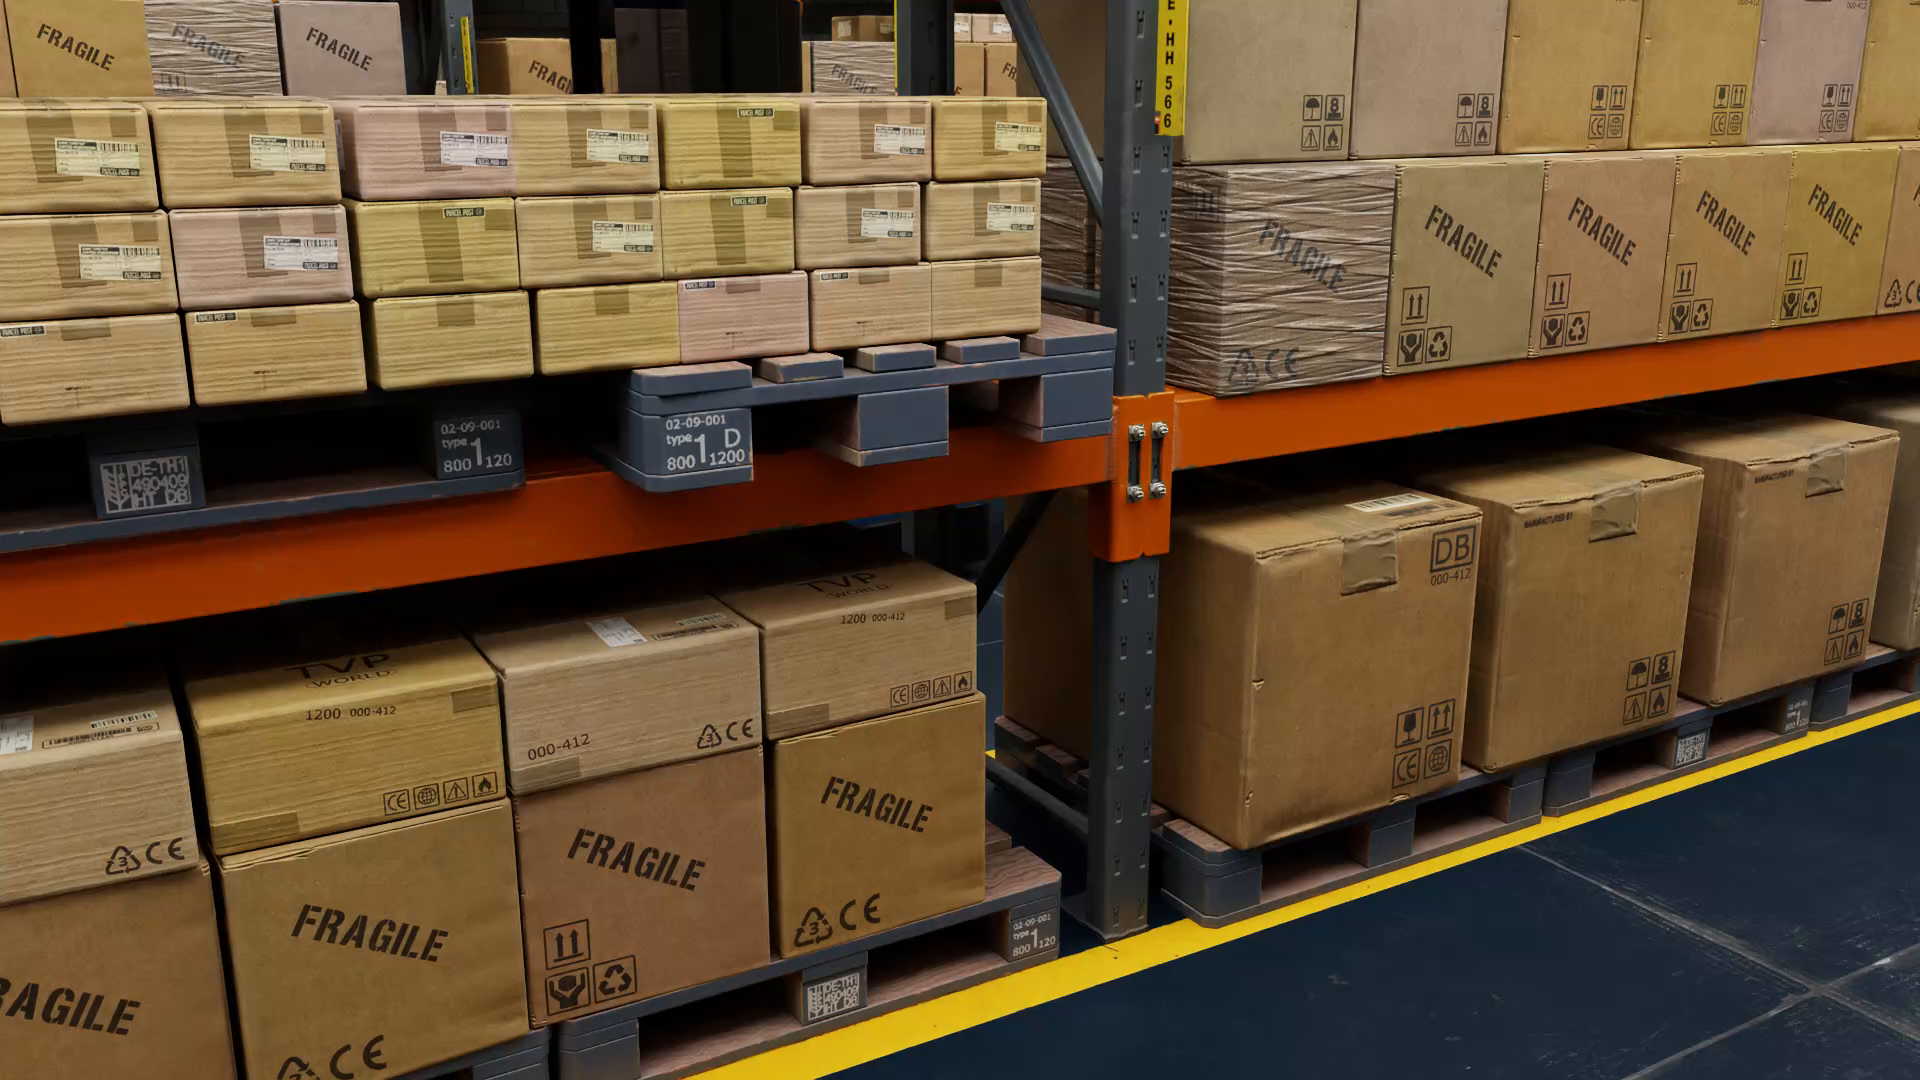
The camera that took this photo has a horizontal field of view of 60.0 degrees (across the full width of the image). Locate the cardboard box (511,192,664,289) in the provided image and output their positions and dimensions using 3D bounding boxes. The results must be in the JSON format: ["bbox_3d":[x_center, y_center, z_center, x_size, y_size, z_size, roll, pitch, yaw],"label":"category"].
[{"bbox_3d":[-0.710,-0.544,2.930,0.250,0.149,0.380,-9,18,-30],"label":"cardboard box"}]

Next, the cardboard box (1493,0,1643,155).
[{"bbox_3d":[1.407,-1.335,4.578,0.500,0.500,0.700,-10,18,-31],"label":"cardboard box"}]

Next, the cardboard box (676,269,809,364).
[{"bbox_3d":[-0.475,-0.440,3.108,0.250,0.149,0.380,-9,18,-29],"label":"cardboard box"}]

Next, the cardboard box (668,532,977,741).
[{"bbox_3d":[-0.306,0.193,3.628,0.500,0.250,0.500,-10,18,-31],"label":"cardboard box"}]

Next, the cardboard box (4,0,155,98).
[{"bbox_3d":[-3.664,-1.991,6.917,0.500,0.500,0.500,-9,18,-30],"label":"cardboard box"}]

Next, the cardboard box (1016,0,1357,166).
[{"bbox_3d":[0.535,-1.193,4.070,0.500,0.500,0.700,-9,18,-30],"label":"cardboard box"}]

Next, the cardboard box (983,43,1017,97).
[{"bbox_3d":[0.236,-2.497,9.247,0.500,0.500,0.500,-9,18,-29],"label":"cardboard box"}]

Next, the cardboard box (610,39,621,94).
[{"bbox_3d":[-1.543,-2.211,8.226,0.500,0.500,0.500,-8,18,-27],"label":"cardboard box"}]

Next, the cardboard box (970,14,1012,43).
[{"bbox_3d":[0.075,-2.781,9.057,0.250,0.149,0.380,-10,18,-31],"label":"cardboard box"}]

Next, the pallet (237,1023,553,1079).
[{"bbox_3d":[-1.570,1.016,3.393,1.213,0.211,1.003,-9,18,-30],"label":"pallet"}]

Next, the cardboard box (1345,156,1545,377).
[{"bbox_3d":[1.104,-0.723,4.245,0.500,0.500,0.500,-9,18,-30],"label":"cardboard box"}]

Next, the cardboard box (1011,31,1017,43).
[{"bbox_3d":[0.353,-3.013,9.884,0.250,0.149,0.380,-9,18,-30],"label":"cardboard box"}]

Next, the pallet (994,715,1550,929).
[{"bbox_3d":[0.860,0.647,4.709,1.213,0.211,1.003,-9,18,-30],"label":"pallet"}]

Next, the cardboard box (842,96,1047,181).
[{"bbox_3d":[-0.039,-0.797,3.280,0.250,0.149,0.380,-10,19,-32],"label":"cardboard box"}]

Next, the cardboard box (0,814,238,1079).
[{"bbox_3d":[-1.619,0.763,2.983,0.500,0.500,0.500,-9,18,-29],"label":"cardboard box"}]

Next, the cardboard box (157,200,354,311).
[{"bbox_3d":[-1.148,-0.474,2.679,0.250,0.149,0.380,-9,18,-28],"label":"cardboard box"}]

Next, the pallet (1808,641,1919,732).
[{"bbox_3d":[2.952,0.308,5.919,1.213,0.211,1.003,-9,18,-30],"label":"pallet"}]

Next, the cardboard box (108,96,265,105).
[{"bbox_3d":[-1.476,-0.768,3.179,0.250,0.149,0.380,-9,18,-28],"label":"cardboard box"}]

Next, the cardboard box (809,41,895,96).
[{"bbox_3d":[-0.658,-2.354,8.736,0.500,0.500,0.500,-10,19,-32],"label":"cardboard box"}]

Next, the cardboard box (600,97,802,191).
[{"bbox_3d":[-0.480,-0.726,3.027,0.250,0.149,0.380,-9,18,-28],"label":"cardboard box"}]

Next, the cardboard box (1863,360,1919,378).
[{"bbox_3d":[4.149,-0.410,6.472,0.875,0.875,0.875,-9,18,-29],"label":"cardboard box"}]

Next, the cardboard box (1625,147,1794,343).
[{"bbox_3d":[1.964,-0.861,4.740,0.500,0.500,0.500,-9,18,-30],"label":"cardboard box"}]

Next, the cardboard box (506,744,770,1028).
[{"bbox_3d":[-0.731,0.622,3.488,0.500,0.500,0.500,-8,18,-27],"label":"cardboard box"}]

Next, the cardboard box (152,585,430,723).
[{"bbox_3d":[-1.436,0.213,3.555,0.500,0.250,0.500,-9,18,-29],"label":"cardboard box"}]

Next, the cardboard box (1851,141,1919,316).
[{"bbox_3d":[2.831,-1.003,5.244,0.500,0.500,0.500,-9,18,-30],"label":"cardboard box"}]

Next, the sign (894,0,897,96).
[{"bbox_3d":[-0.143,-1.289,4.304,0.005,0.325,0.100,-9,18,-30],"label":"sign"}]

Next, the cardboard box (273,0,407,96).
[{"bbox_3d":[-2.799,-2.132,7.419,0.500,0.500,0.500,-10,18,-31],"label":"cardboard box"}]

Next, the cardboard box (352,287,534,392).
[{"bbox_3d":[-0.920,-0.368,2.852,0.250,0.149,0.380,-10,19,-32],"label":"cardboard box"}]

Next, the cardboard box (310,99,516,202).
[{"bbox_3d":[-0.916,-0.656,2.777,0.250,0.149,0.380,-9,18,-30],"label":"cardboard box"}]

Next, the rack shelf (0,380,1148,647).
[{"bbox_3d":[-1.569,0.021,3.109,4.000,0.370,1.077,-9,18,-30],"label":"rack shelf"}]

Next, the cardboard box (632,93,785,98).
[{"bbox_3d":[-0.579,-0.913,3.696,0.250,0.149,0.380,-10,18,-31],"label":"cardboard box"}]

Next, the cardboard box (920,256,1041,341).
[{"bbox_3d":[-0.041,-0.509,3.357,0.250,0.149,0.380,-9,18,-29],"label":"cardboard box"}]

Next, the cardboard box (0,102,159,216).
[{"bbox_3d":[-1.372,-0.581,2.512,0.250,0.149,0.380,-9,18,-28],"label":"cardboard box"}]

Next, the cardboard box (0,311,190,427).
[{"bbox_3d":[-1.375,-0.294,2.588,0.250,0.149,0.380,-10,19,-32],"label":"cardboard box"}]

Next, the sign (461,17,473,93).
[{"bbox_3d":[-2.202,-2.164,7.427,0.005,0.325,0.100,-9,18,-30],"label":"sign"}]

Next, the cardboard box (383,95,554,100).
[{"bbox_3d":[-1.019,-0.844,3.447,0.250,0.149,0.380,-10,19,-32],"label":"cardboard box"}]

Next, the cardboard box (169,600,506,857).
[{"bbox_3d":[-1.177,0.333,3.130,0.500,0.250,0.500,-9,18,-28],"label":"cardboard box"}]

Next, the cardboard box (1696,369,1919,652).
[{"bbox_3d":[3.088,-0.171,5.853,0.750,0.750,1.050,-9,18,-30],"label":"cardboard box"}]

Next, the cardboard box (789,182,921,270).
[{"bbox_3d":[-0.271,-0.616,3.187,0.250,0.149,0.380,-8,18,-28],"label":"cardboard box"}]

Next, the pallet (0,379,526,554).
[{"bbox_3d":[-1.530,-0.226,3.015,1.213,0.211,1.003,-9,18,-30],"label":"pallet"}]

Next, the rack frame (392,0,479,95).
[{"bbox_3d":[-2.490,-1.734,8.040,0.127,3.000,1.000,-9,18,-30],"label":"rack frame"}]

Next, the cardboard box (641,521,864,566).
[{"bbox_3d":[-0.570,0.077,4.042,0.500,0.250,0.500,-10,19,-32],"label":"cardboard box"}]

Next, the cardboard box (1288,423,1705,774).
[{"bbox_3d":[1.461,0.092,4.915,0.750,0.750,1.050,-9,18,-29],"label":"cardboard box"}]

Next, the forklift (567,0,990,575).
[{"bbox_3d":[-1.382,-1.158,6.110,3.031,2.935,1.130,-10,19,-33],"label":"forklift"}]

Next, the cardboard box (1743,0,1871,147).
[{"bbox_3d":[2.278,-1.476,5.081,0.500,0.500,0.700,-9,18,-29],"label":"cardboard box"}]
